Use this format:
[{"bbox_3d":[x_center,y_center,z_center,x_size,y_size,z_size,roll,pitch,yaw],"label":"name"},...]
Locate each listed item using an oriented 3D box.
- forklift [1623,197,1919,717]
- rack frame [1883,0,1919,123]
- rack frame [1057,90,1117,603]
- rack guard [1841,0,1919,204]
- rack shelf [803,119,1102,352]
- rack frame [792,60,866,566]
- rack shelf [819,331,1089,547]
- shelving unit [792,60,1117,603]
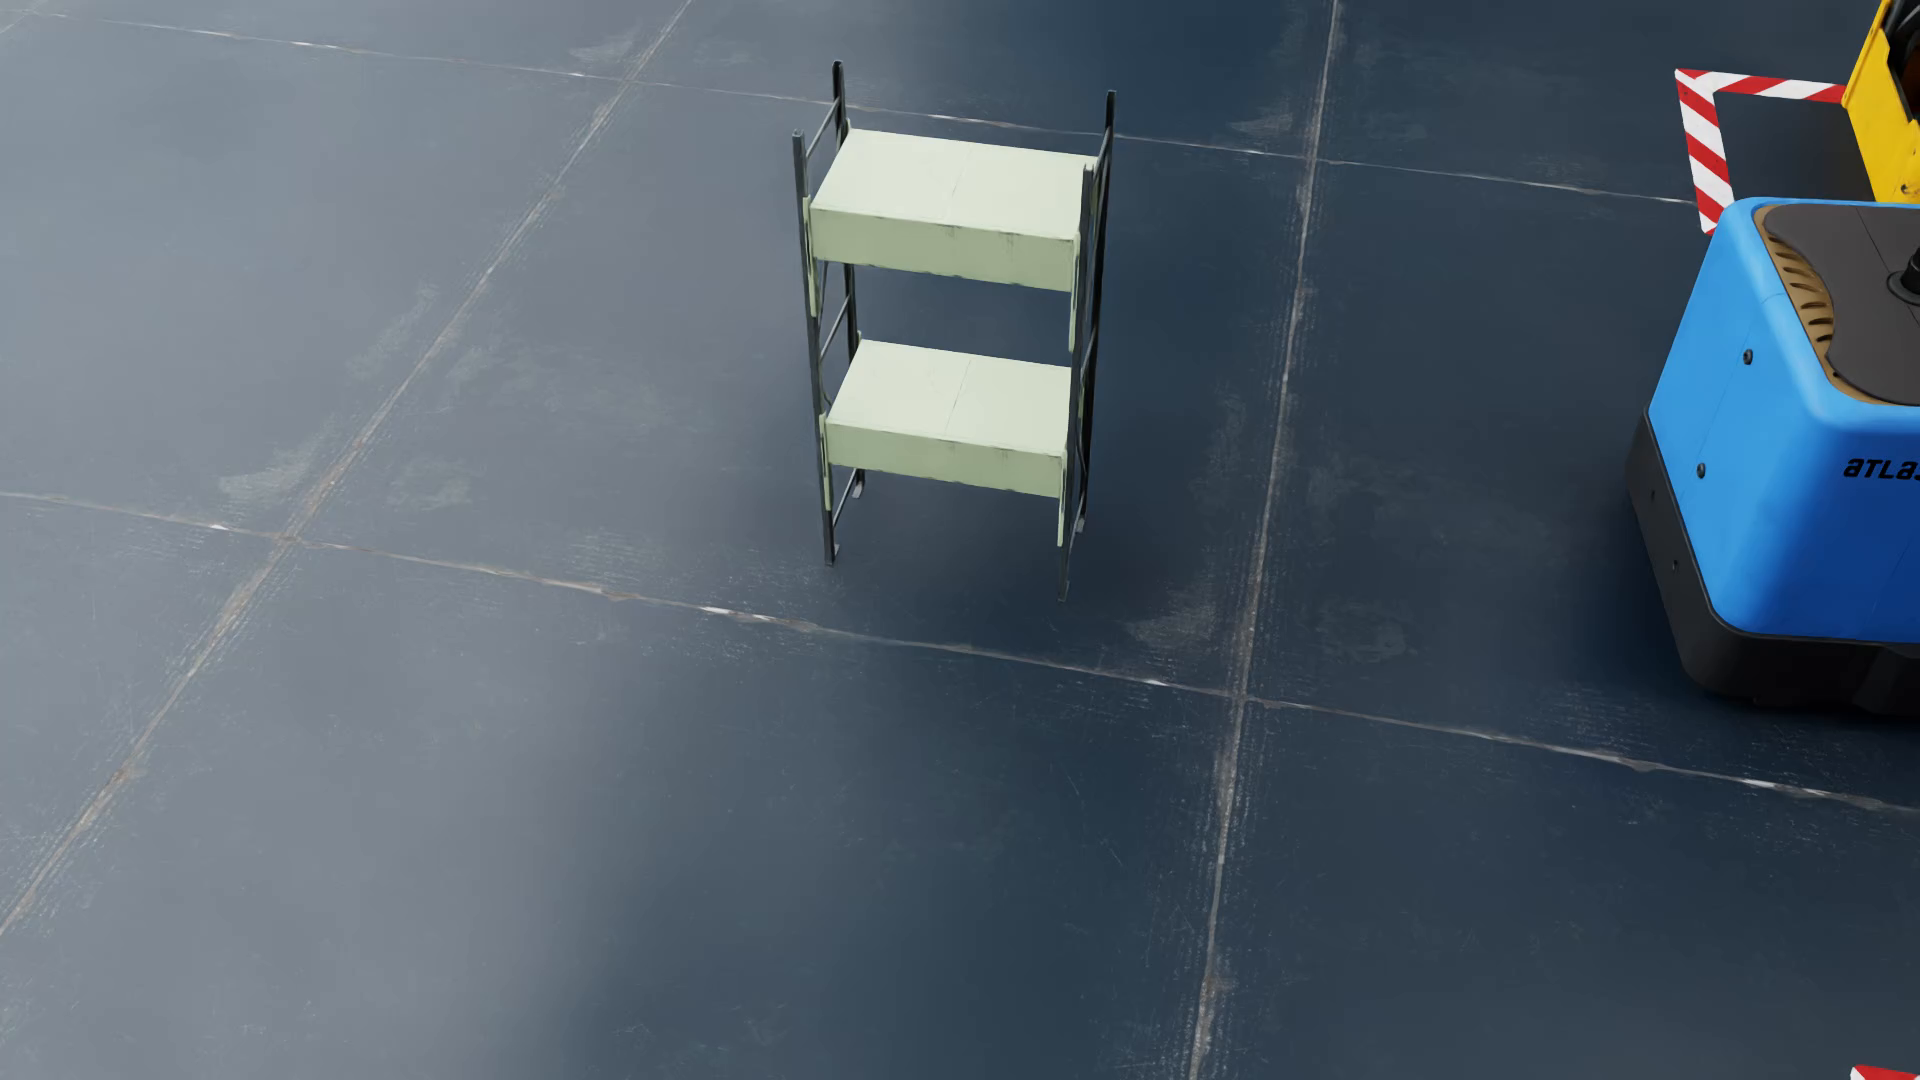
[{"bbox_3d":[3.618,-0.847,4.016,3.031,2.935,1.130,3,44,3],"label":"forklift"},{"bbox_3d":[3.814,-2.622,5.812,0.127,3.000,1.000,9,45,9],"label":"rack frame"},{"bbox_3d":[0.351,-0.486,4.673,0.023,1.500,0.400,9,45,9],"label":"rack frame"},{"bbox_3d":[3.888,-1.710,6.666,0.348,0.500,1.175,9,45,9],"label":"rack guard"},{"bbox_3d":[-0.007,-0.823,4.460,0.720,0.370,0.431,9,45,9],"label":"rack shelf"},{"bbox_3d":[-0.364,-0.597,4.789,0.023,1.500,0.400,9,45,9],"label":"rack frame"},{"bbox_3d":[-0.007,-0.306,4.957,0.720,0.370,0.431,9,45,9],"label":"rack shelf"},{"bbox_3d":[-0.007,-0.541,4.731,0.755,1.500,0.431,9,45,9],"label":"shelving unit"}]
